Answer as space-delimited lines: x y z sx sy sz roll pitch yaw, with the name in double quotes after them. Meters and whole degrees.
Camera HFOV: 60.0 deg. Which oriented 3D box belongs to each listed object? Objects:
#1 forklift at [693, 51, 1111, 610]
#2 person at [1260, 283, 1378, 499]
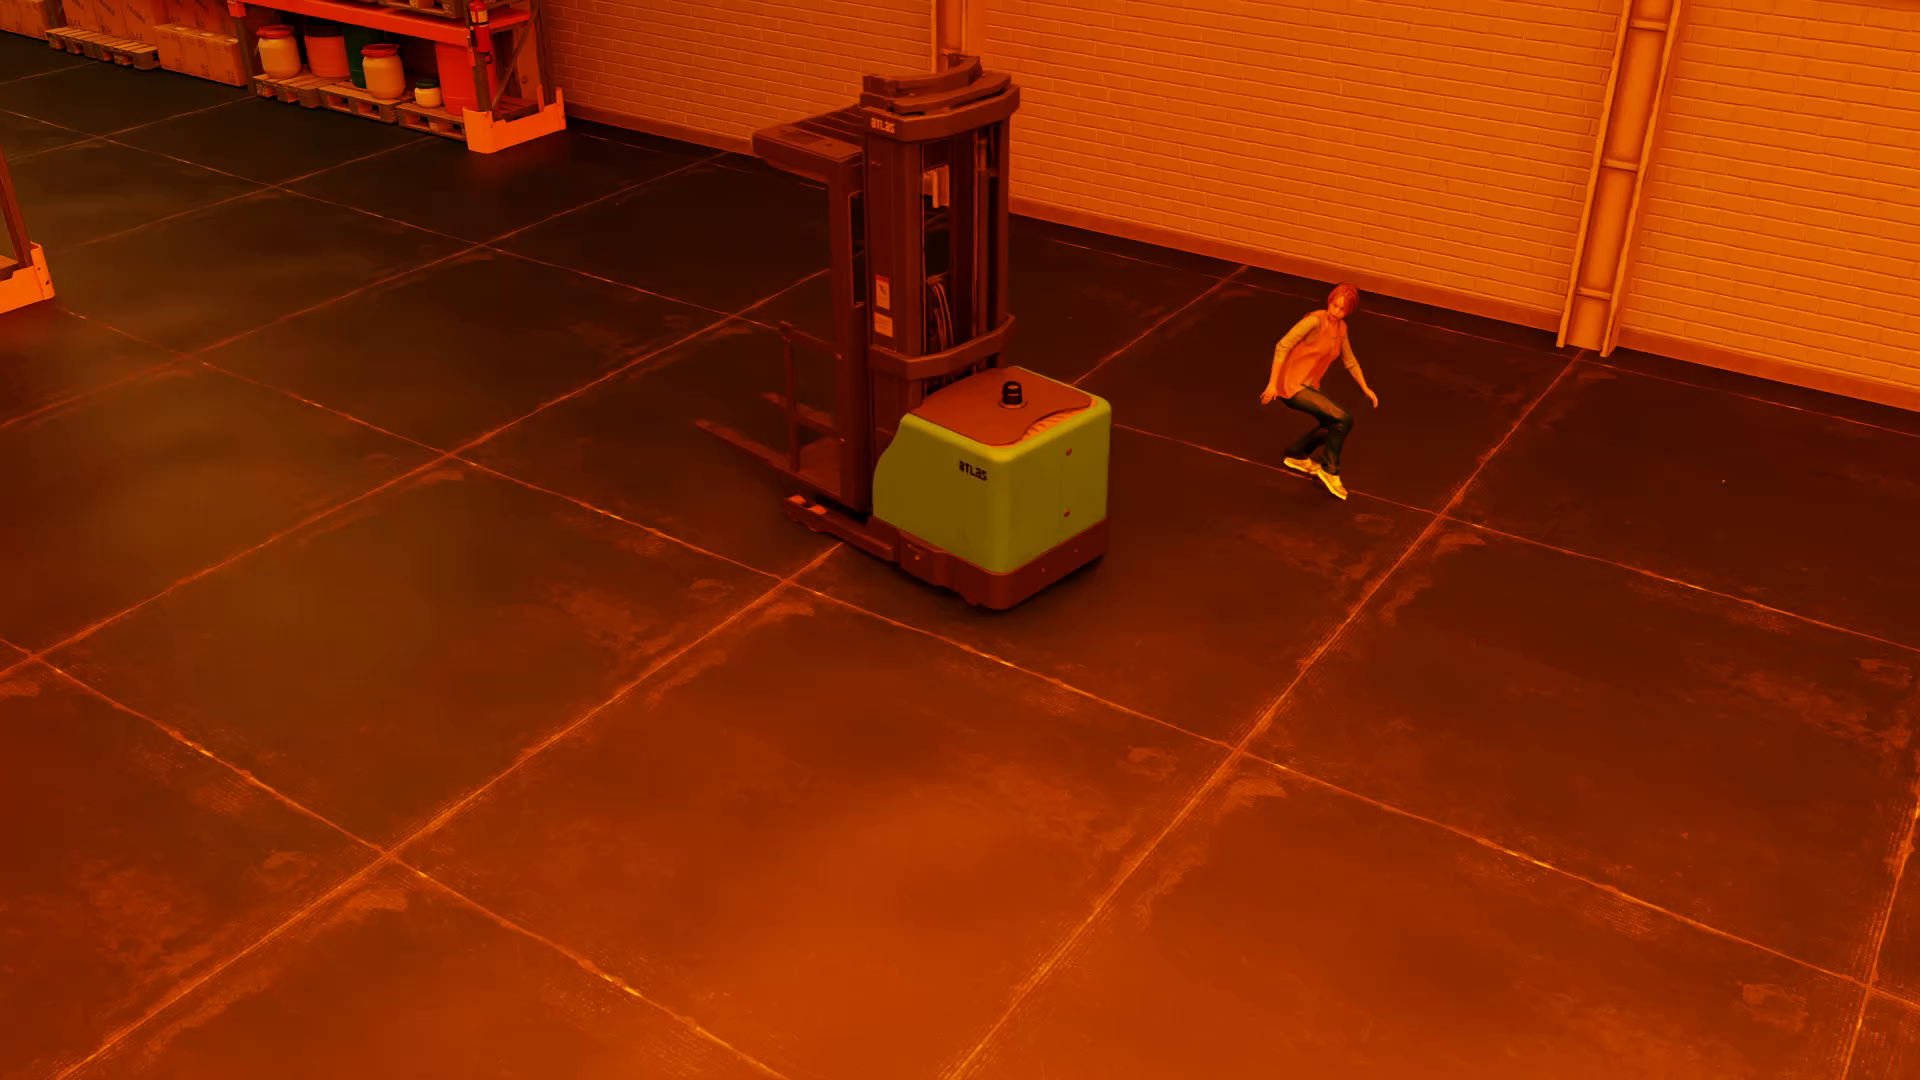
-0.511 -1.490 10.147 3.031 2.935 1.130 25 39 36 "forklift"
2.364 -0.964 10.806 0.654 1.398 0.642 18 35 28 "person"
